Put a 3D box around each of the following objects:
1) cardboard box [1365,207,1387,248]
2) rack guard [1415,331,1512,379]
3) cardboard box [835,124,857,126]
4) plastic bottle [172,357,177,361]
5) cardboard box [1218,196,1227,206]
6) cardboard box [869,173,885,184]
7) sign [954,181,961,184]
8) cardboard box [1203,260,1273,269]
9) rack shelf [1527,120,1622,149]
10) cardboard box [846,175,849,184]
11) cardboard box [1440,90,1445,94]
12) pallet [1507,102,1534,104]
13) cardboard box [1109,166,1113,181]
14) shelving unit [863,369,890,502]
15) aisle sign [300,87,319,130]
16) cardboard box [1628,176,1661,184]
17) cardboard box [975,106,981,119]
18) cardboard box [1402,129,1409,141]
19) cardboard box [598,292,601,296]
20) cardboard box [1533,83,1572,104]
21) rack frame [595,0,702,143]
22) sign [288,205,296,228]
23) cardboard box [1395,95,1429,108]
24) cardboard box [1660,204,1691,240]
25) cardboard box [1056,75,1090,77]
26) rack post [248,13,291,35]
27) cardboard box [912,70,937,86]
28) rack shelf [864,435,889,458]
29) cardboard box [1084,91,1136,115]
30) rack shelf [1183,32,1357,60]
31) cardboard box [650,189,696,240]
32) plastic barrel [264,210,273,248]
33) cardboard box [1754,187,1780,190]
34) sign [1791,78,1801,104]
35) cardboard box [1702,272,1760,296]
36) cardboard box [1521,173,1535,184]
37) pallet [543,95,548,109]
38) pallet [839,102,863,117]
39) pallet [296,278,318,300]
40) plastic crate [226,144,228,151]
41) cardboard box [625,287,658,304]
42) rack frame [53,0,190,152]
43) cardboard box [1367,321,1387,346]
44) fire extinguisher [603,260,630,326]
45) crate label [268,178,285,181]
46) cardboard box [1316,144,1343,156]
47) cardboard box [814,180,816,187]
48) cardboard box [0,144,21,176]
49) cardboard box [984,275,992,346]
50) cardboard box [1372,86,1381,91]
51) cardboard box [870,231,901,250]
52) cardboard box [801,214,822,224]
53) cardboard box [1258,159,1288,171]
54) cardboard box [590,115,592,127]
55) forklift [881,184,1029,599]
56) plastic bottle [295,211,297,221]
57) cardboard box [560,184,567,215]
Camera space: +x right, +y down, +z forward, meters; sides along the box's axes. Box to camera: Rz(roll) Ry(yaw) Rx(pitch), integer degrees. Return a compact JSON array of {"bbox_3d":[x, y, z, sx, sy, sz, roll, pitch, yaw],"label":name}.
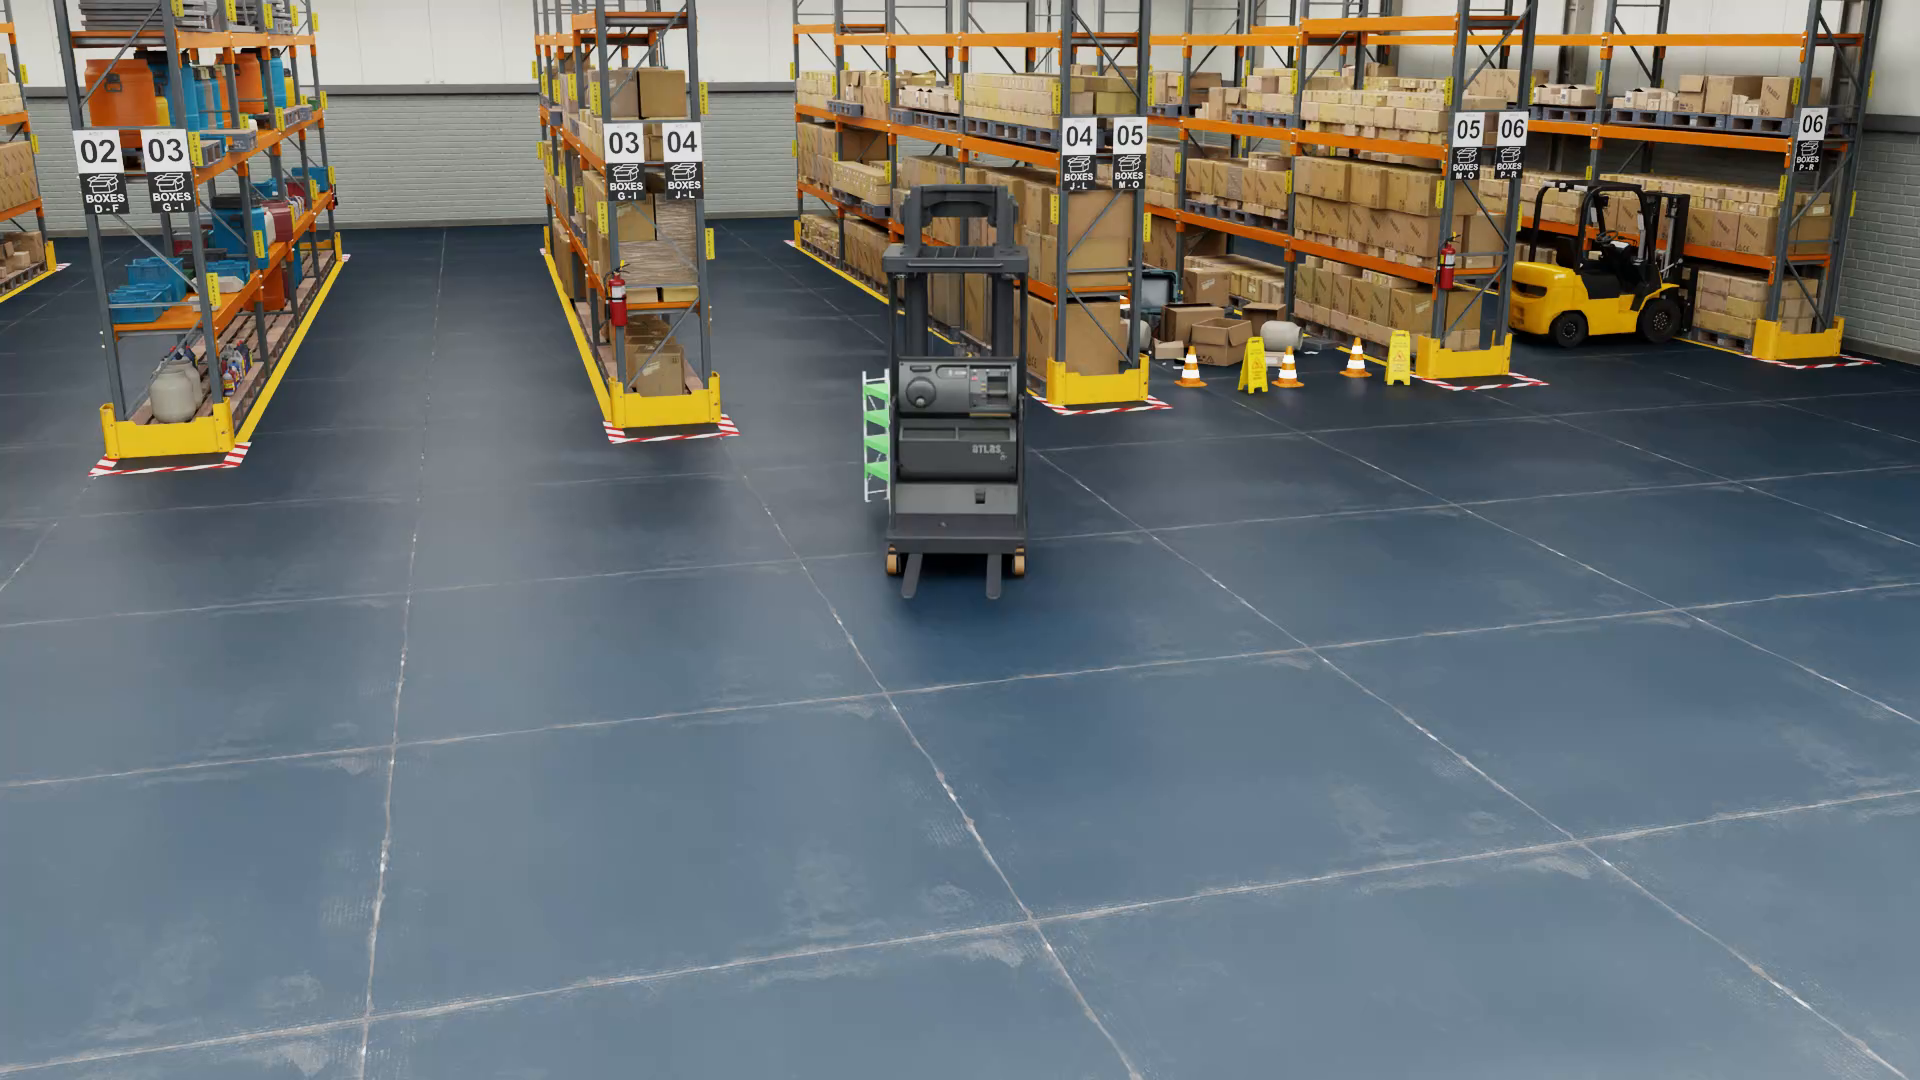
[{"bbox_3d":[5.642,-4.093,21.673,0.500,0.500,0.500,-5,17,-16],"label":"cardboard box"},{"bbox_3d":[6.303,-2.320,20.808,1.175,0.500,0.348,-5,17,-15],"label":"rack guard"},{"bbox_3d":[-2.149,-7.782,32.216,0.500,0.500,0.500,-4,17,-12],"label":"cardboard box"},{"bbox_3d":[-9.115,-1.986,19.327,0.097,0.271,0.097,0,17,0],"label":"plastic bottle"},{"bbox_3d":[4.309,-5.387,26.379,0.380,0.149,0.250,-4,17,-12],"label":"cardboard box"},{"bbox_3d":[-1.249,-5.825,26.802,0.380,0.149,0.250,-5,17,-16],"label":"cardboard box"},{"bbox_3d":[-0.026,-4.655,22.359,0.100,0.325,0.005,-5,17,-15],"label":"sign"},{"bbox_3d":[4.481,-4.292,26.863,0.950,0.372,0.625,-5,17,-16],"label":"cardboard box"},{"bbox_3d":[9.446,-6.642,26.885,1.077,0.370,4.000,-5,17,-15],"label":"rack shelf"},{"bbox_3d":[-1.747,-6.185,28.519,0.380,0.149,0.250,-4,17,-13],"label":"cardboard box"},{"bbox_3d":[8.568,-7.738,28.851,0.380,0.149,0.250,-4,17,-14],"label":"cardboard box"},{"bbox_3d":[9.169,-7.268,28.049,1.213,0.211,1.003,-4,17,-13],"label":"pallet"},{"bbox_3d":[3.046,-6.697,30.426,0.500,0.250,0.500,-4,17,-14],"label":"cardboard box"},{"bbox_3d":[-0.634,-0.875,14.780,0.258,1.200,0.503,-9,19,-29],"label":"shelving unit"},{"bbox_3d":[-12.102,-8.035,30.970,0.394,0.787,0.004,-5,17,-15],"label":"aisle sign"},{"bbox_3d":[10.036,-5.251,24.400,0.380,0.149,0.250,-5,17,-16],"label":"cardboard box"},{"bbox_3d":[0.406,-5.481,21.303,0.380,0.149,0.250,-5,17,-15],"label":"cardboard box"},{"bbox_3d":[5.811,-5.107,20.963,0.380,0.149,0.250,-5,17,-15],"label":"cardboard box"},{"bbox_3d":[-4.565,-3.138,22.765,0.700,0.500,0.500,-5,17,-16],"label":"cardboard box"},{"bbox_3d":[9.352,-7.033,26.187,0.500,0.311,0.500,-5,18,-17],"label":"cardboard box"},{"bbox_3d":[-3.205,-5.586,16.907,1.000,3.000,0.127,-5,17,-15],"label":"rack frame"},{"bbox_3d":[-9.638,-4.658,23.961,0.100,0.325,0.005,-5,17,-15],"label":"sign"},{"bbox_3d":[5.745,-5.551,21.054,0.380,0.149,0.250,-5,17,-15],"label":"cardboard box"},{"bbox_3d":[10.284,-4.477,23.470,0.500,0.500,0.500,-5,17,-15],"label":"cardboard box"},{"bbox_3d":[1.388,-5.564,20.195,0.380,0.149,0.250,-4,17,-14],"label":"cardboard box"},{"bbox_3d":[-10.586,-7.725,24.895,0.937,0.300,0.954,-3,17,-9],"label":"rack post"},{"bbox_3d":[-0.594,-7.418,26.713,0.396,0.266,0.258,-5,17,-15],"label":"cardboard box"},{"bbox_3d":[-0.634,-0.814,14.798,0.258,0.148,0.480,-9,19,-29],"label":"rack shelf"},{"bbox_3d":[1.706,-4.987,18.967,0.500,0.250,0.500,-5,17,-15],"label":"cardboard box"},{"bbox_3d":[4.675,-7.493,25.202,1.077,0.370,4.000,-5,17,-15],"label":"rack shelf"},{"bbox_3d":[-3.094,-3.556,18.147,0.500,0.500,0.500,-5,17,-15],"label":"cardboard box"},{"bbox_3d":[-9.562,-4.204,22.538,0.421,0.512,0.421,0,17,0],"label":"plastic barrel"},{"bbox_3d":[11.029,-4.717,22.624,0.380,0.149,0.250,-5,17,-15],"label":"cardboard box"},{"bbox_3d":[10.570,-5.674,21.011,0.100,0.325,0.005,-5,17,-15],"label":"sign"},{"bbox_3d":[10.523,-3.497,22.690,0.500,0.250,0.500,-4,17,-14],"label":"cardboard box"},{"bbox_3d":[9.162,-5.850,26.913,0.380,0.149,0.250,-5,17,-17],"label":"cardboard box"},{"bbox_3d":[-7.049,-7.990,30.279,1.003,0.211,1.213,-5,17,-15],"label":"pallet"},{"bbox_3d":[-1.350,-7.277,28.078,1.213,0.211,1.003,-5,17,-15],"label":"pallet"},{"bbox_3d":[-11.093,-4.089,27.196,1.003,0.211,1.213,-5,17,-15],"label":"pallet"},{"bbox_3d":[-8.236,-4.326,18.385,0.243,0.136,0.396,-5,17,-15],"label":"plastic crate"},{"bbox_3d":[-3.481,-2.655,18.014,0.380,0.149,0.250,-5,17,-15],"label":"cardboard box"},{"bbox_3d":[-7.967,-5.195,15.604,1.000,3.000,0.127,-5,17,-15],"label":"rack frame"},{"bbox_3d":[5.708,-2.727,21.866,0.500,0.250,0.500,-5,17,-15],"label":"cardboard box"},{"bbox_3d":[-3.616,-2.608,17.555,0.296,0.674,0.183,-5,17,-15],"label":"fire extinguisher"},{"bbox_3d":[-12.613,-6.601,30.902,0.416,0.233,0.303,-5,17,-15],"label":"crate label"},{"bbox_3d":[7.644,-8.072,34.051,0.500,0.500,0.500,-5,17,-17],"label":"cardboard box"},{"bbox_3d":[-2.604,-6.913,32.189,0.380,0.149,0.250,-5,17,-16],"label":"cardboard box"},{"bbox_3d":[-16.454,-6.499,28.463,0.500,0.500,0.500,-4,17,-14],"label":"cardboard box"},{"bbox_3d":[0.850,-2.939,21.485,0.875,0.875,0.875,-5,17,-15],"label":"cardboard box"},{"bbox_3d":[7.841,-8.307,30.712,0.380,0.149,0.250,-4,17,-14],"label":"cardboard box"},{"bbox_3d":[-1.196,-4.961,27.564,0.500,0.250,0.500,-4,17,-14],"label":"cardboard box"},{"bbox_3d":[-2.988,-6.452,33.408,0.380,0.149,0.250,-6,18,-18],"label":"cardboard box"},{"bbox_3d":[4.679,-5.605,24.848,0.380,0.149,0.250,-5,17,-17],"label":"cardboard box"},{"bbox_3d":[-4.116,-4.903,19.415,0.380,0.149,0.250,-5,17,-16],"label":"cardboard box"},{"bbox_3d":[-0.021,-1.214,12.898,1.130,2.935,3.031,1,17,2],"label":"forklift"},{"bbox_3d":[-10.448,-5.090,26.030,0.097,0.201,0.097,0,17,0],"label":"plastic bottle"},{"bbox_3d":[-6.193,-5.513,26.919,0.500,0.500,0.500,-4,17,-14],"label":"cardboard box"}]
